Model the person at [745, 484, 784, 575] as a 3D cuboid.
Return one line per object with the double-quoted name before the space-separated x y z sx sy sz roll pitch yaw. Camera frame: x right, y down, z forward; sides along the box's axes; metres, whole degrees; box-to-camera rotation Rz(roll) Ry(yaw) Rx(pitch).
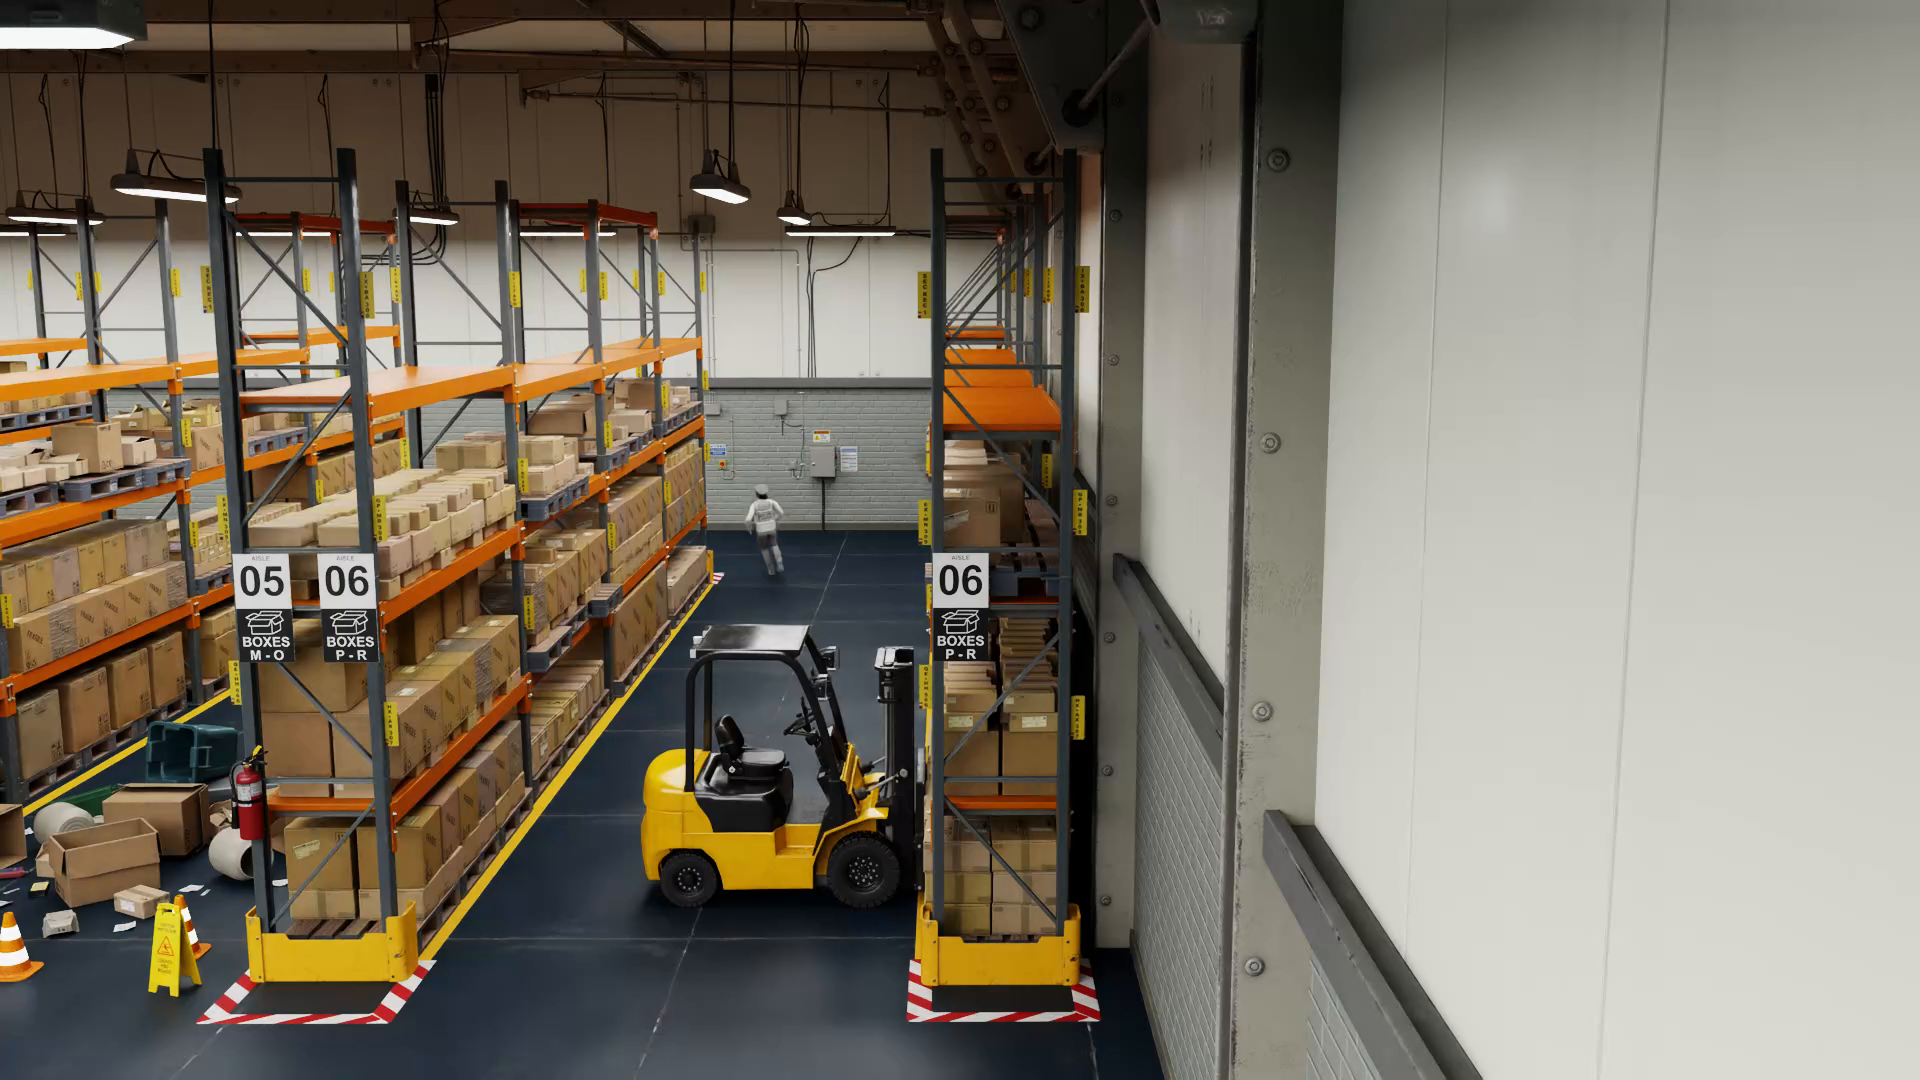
"person" -3.359 -0.168 28.426 0.688 1.623 0.578 -3 10 -20
